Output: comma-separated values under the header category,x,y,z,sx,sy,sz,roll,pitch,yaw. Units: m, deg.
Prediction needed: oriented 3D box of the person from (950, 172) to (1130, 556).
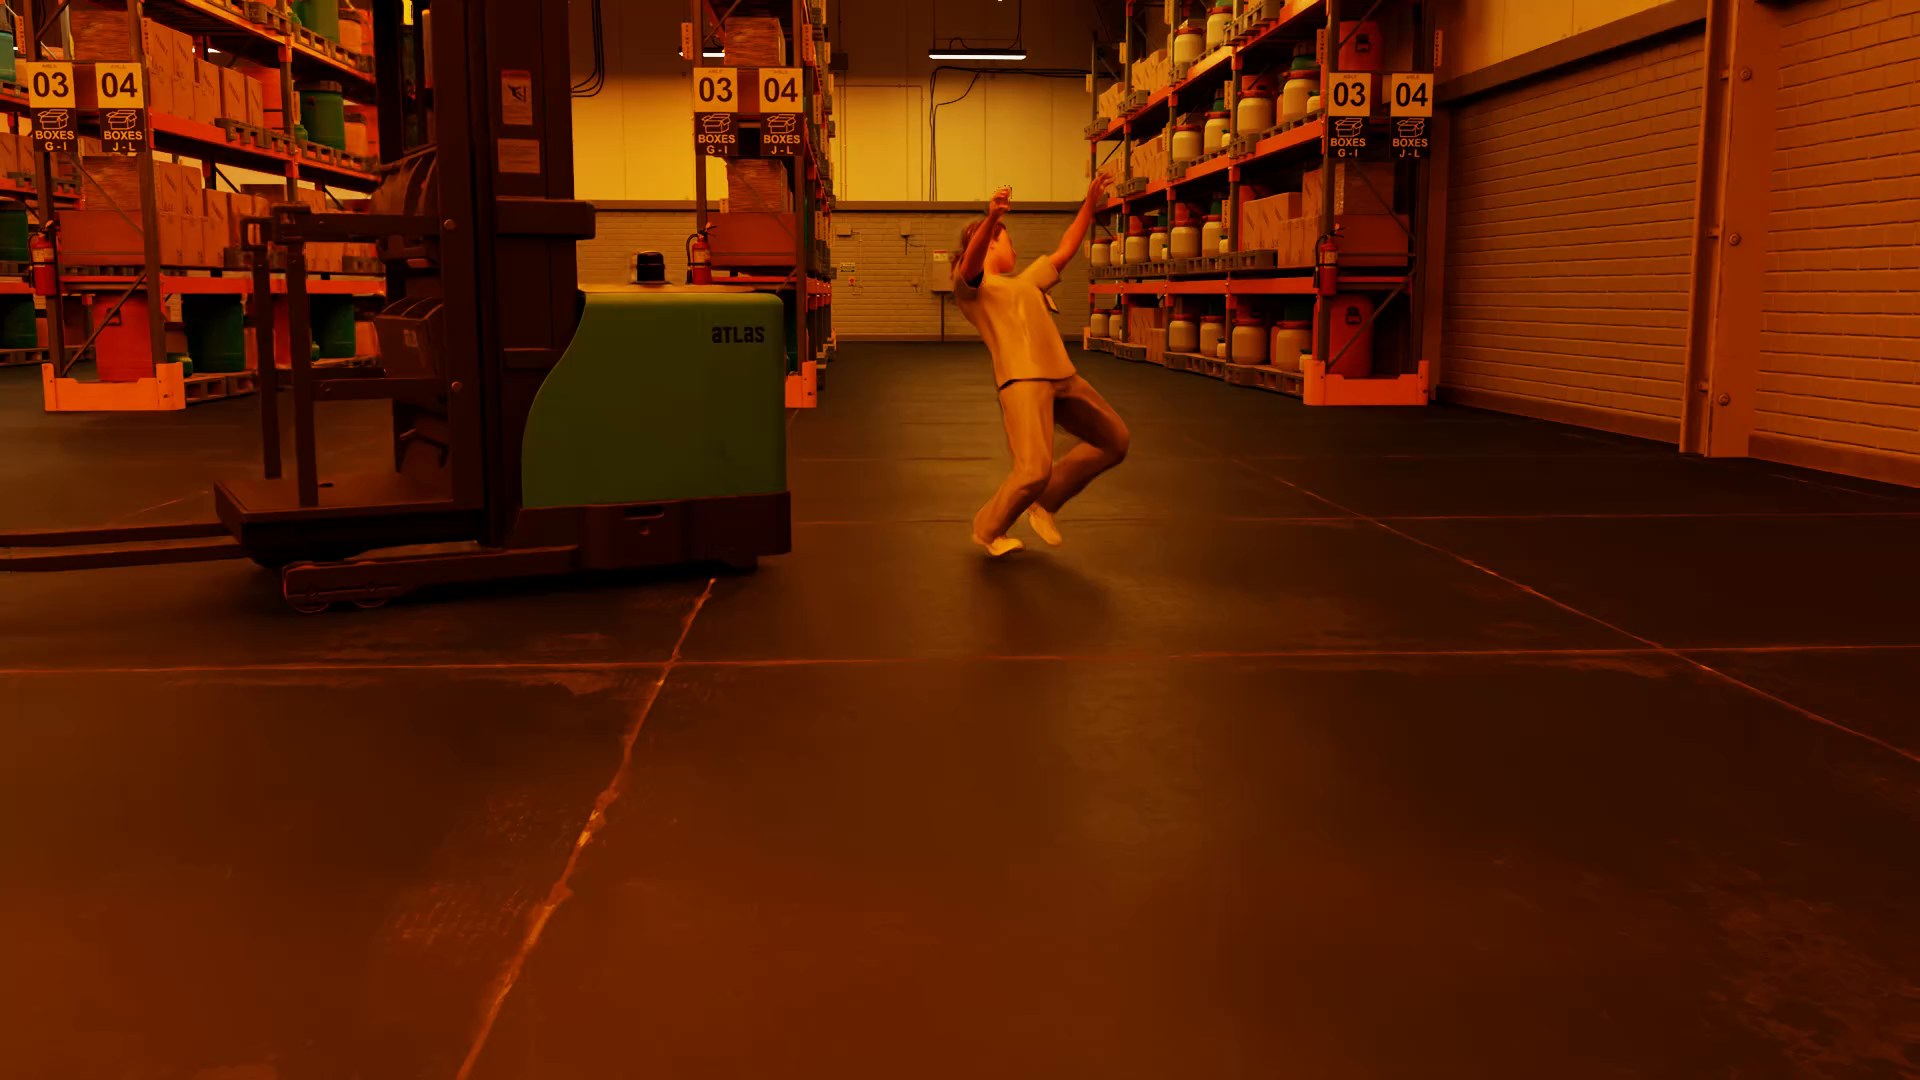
category,x,y,z,sx,sy,sz,roll,pitch,yaw
person,0.223,-0.717,6.761,0.692,1.556,0.880,7,11,38

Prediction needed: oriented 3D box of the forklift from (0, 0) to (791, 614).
category,x,y,z,sx,sy,sz,roll,pitch,yaw
forklift,-2.204,-1.289,6.009,3.031,2.935,1.130,-5,10,-28
